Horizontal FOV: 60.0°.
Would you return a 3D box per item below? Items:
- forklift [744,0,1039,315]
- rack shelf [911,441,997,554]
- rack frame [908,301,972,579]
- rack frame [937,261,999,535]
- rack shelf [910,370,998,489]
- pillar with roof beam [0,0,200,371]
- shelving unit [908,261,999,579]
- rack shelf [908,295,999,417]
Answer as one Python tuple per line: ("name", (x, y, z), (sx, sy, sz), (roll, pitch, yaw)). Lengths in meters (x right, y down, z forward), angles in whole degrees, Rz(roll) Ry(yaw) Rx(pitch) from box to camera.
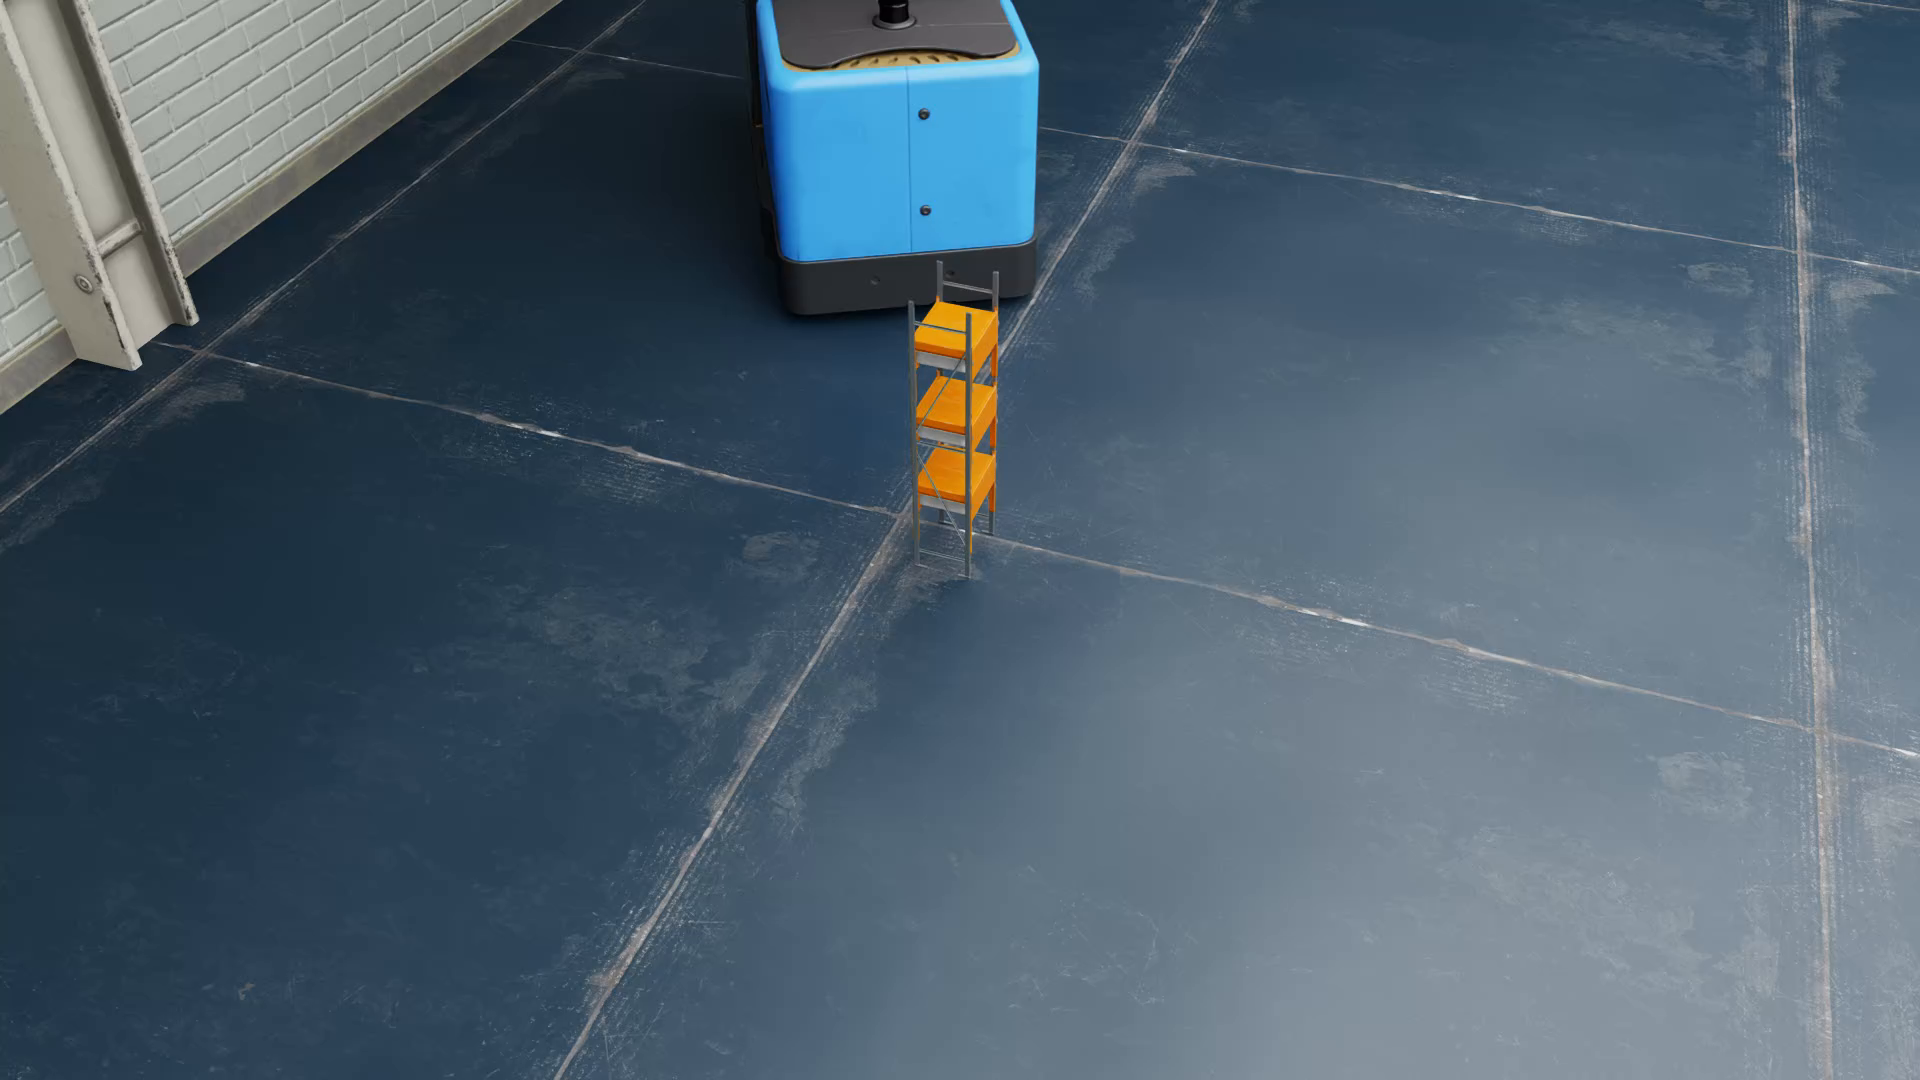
("forklift", (-0.427, -2.980, 6.985), (1.130, 2.935, 3.031), (-6, 41, -7))
("rack shelf", (-0.018, -0.147, 5.558), (0.215, 0.259, 0.240), (13, 42, 15))
("rack frame", (-0.060, -0.292, 5.284), (0.200, 1.050, 0.008), (13, 42, 15))
("rack frame", (0.023, -0.441, 5.458), (0.200, 1.050, 0.008), (13, 42, 15))
("rack shelf", (-0.018, -0.359, 5.378), (0.215, 0.259, 0.240), (13, 42, 15))
("pillar with roof beam", (0.723, -3.286, 2.668), (9.100, 9.000, 0.400), (13, 42, 15))
("shelving unit", (-0.018, -0.367, 5.371), (0.215, 1.050, 0.252), (13, 42, 15))
("rack shelf", (-0.018, -0.575, 5.194), (0.215, 0.259, 0.240), (13, 42, 15))
